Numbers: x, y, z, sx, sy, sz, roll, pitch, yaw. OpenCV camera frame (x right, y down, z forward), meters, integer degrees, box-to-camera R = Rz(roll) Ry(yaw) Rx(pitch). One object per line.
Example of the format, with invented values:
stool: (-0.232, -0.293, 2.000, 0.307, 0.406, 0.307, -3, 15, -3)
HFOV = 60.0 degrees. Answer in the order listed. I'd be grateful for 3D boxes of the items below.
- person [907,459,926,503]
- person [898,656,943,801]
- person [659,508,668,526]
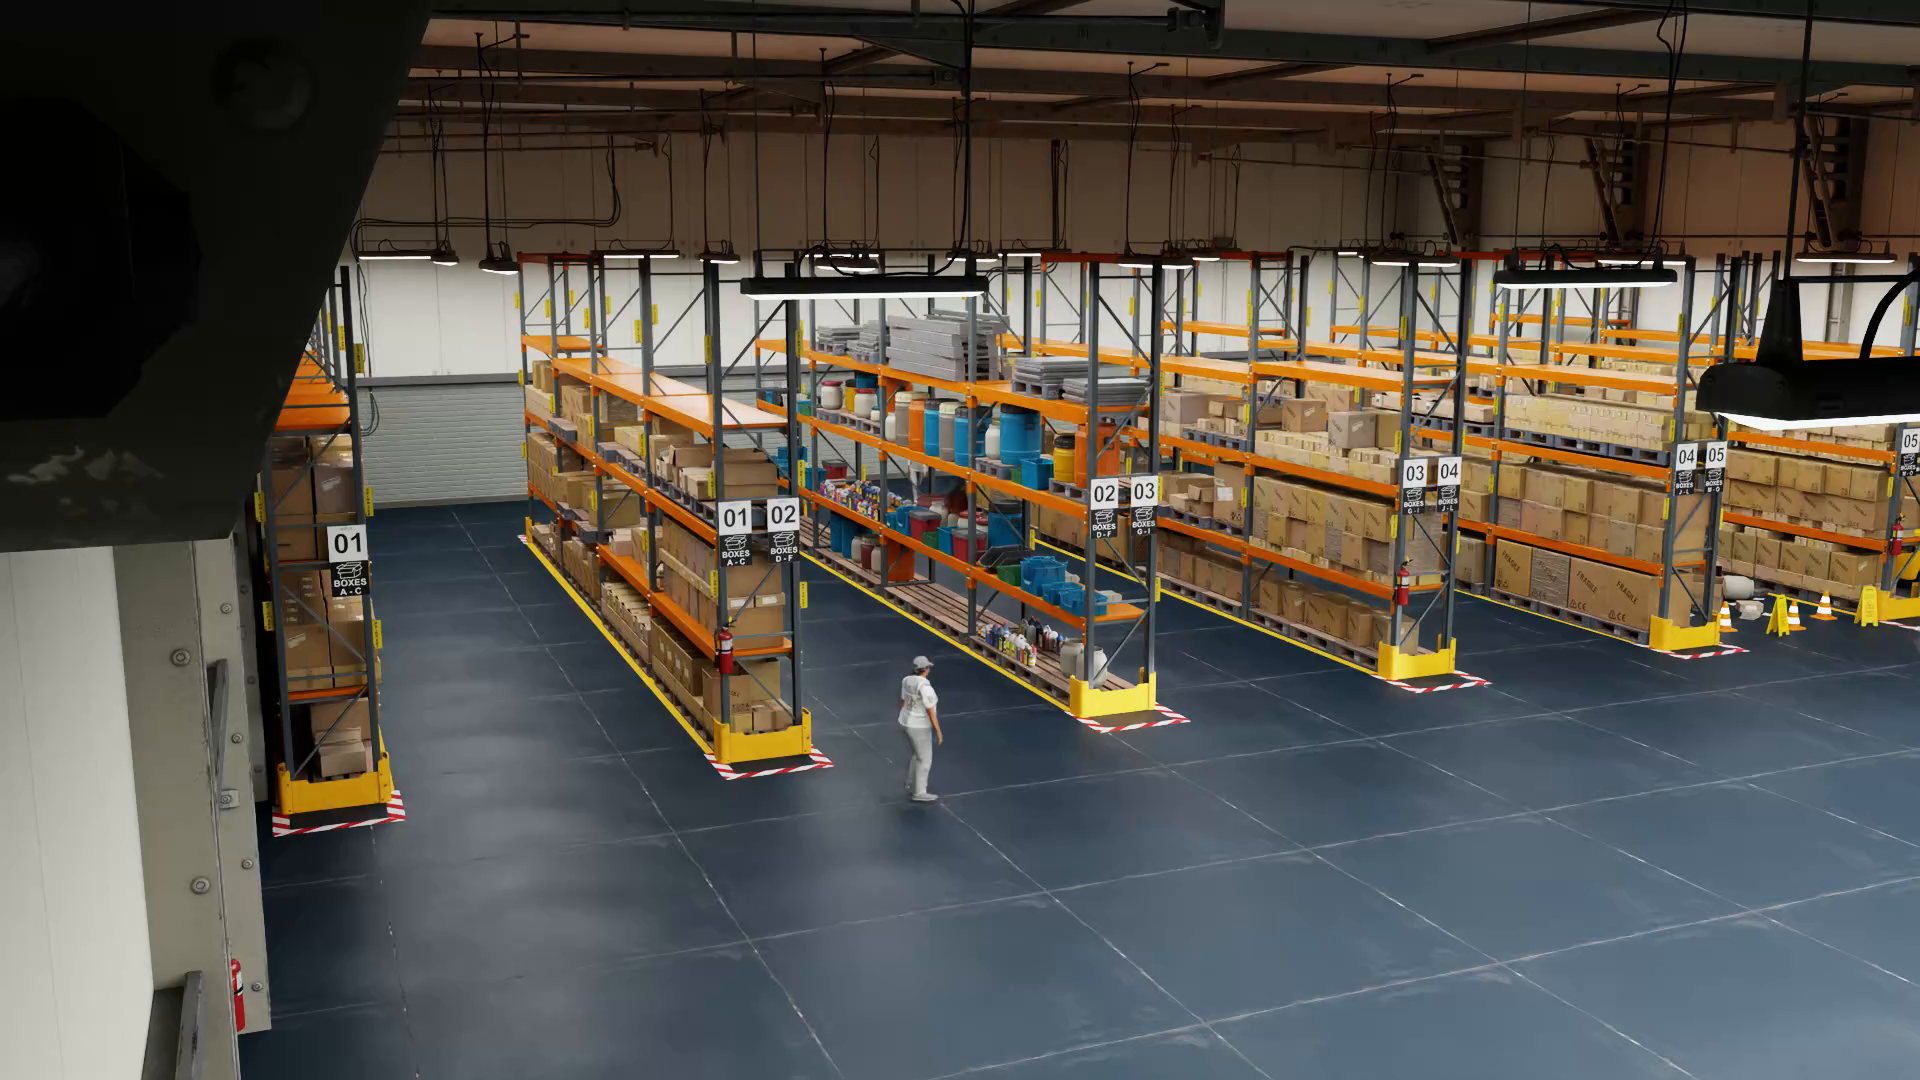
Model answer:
person: (-1.035, -1.656, 39.714, 0.404, 1.546, 0.977, -3, 11, -17)
person: (-0.461, 2.152, 18.834, 0.407, 1.708, 0.544, -4, 11, -23)
person: (-6.194, -0.801, 35.153, 0.704, 1.553, 1.076, -7, 12, -33)
